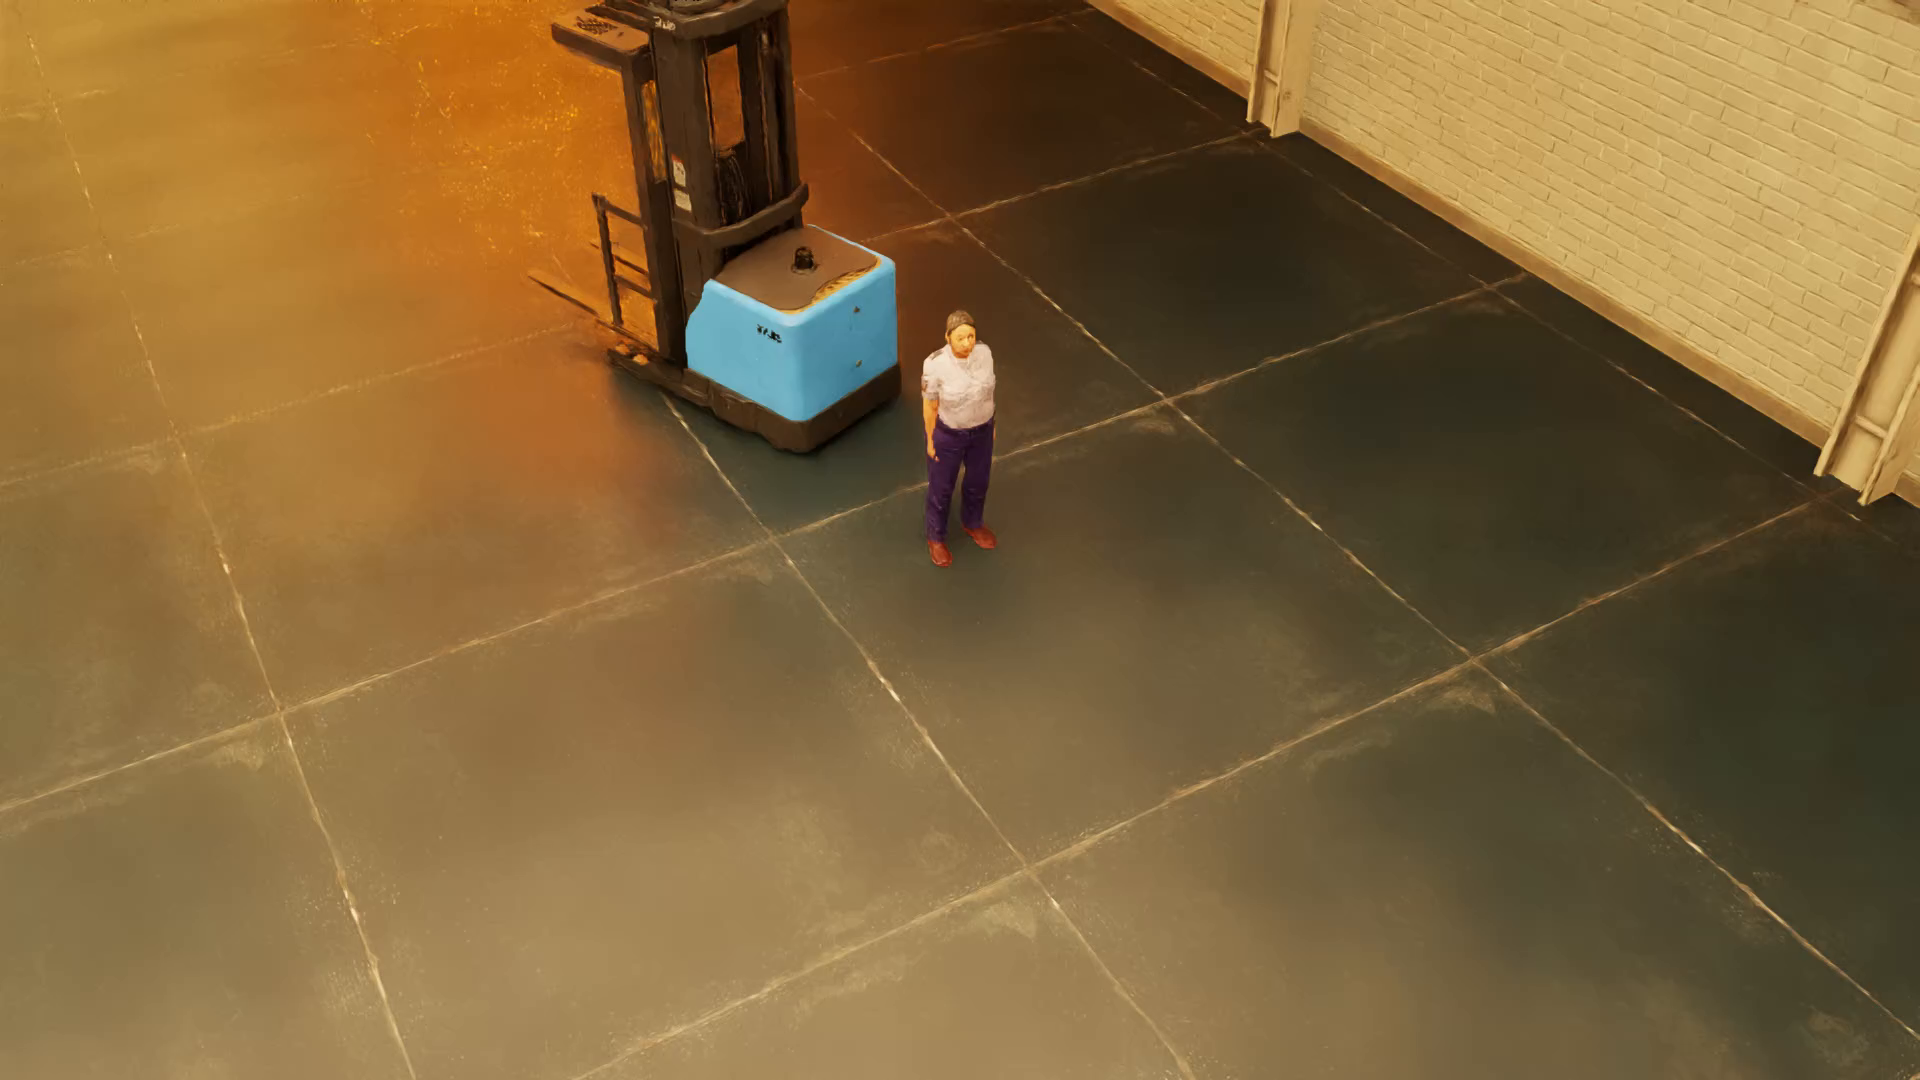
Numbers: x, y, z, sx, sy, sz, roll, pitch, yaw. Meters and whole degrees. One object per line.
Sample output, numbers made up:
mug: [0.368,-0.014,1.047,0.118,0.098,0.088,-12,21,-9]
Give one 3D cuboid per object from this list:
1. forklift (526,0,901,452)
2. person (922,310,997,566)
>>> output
forklift: [-1.860,-2.497,11.047,3.031,2.935,1.130,28,47,30]
person: [0.001,-0.622,9.794,0.480,1.653,0.349,-20,44,-23]
